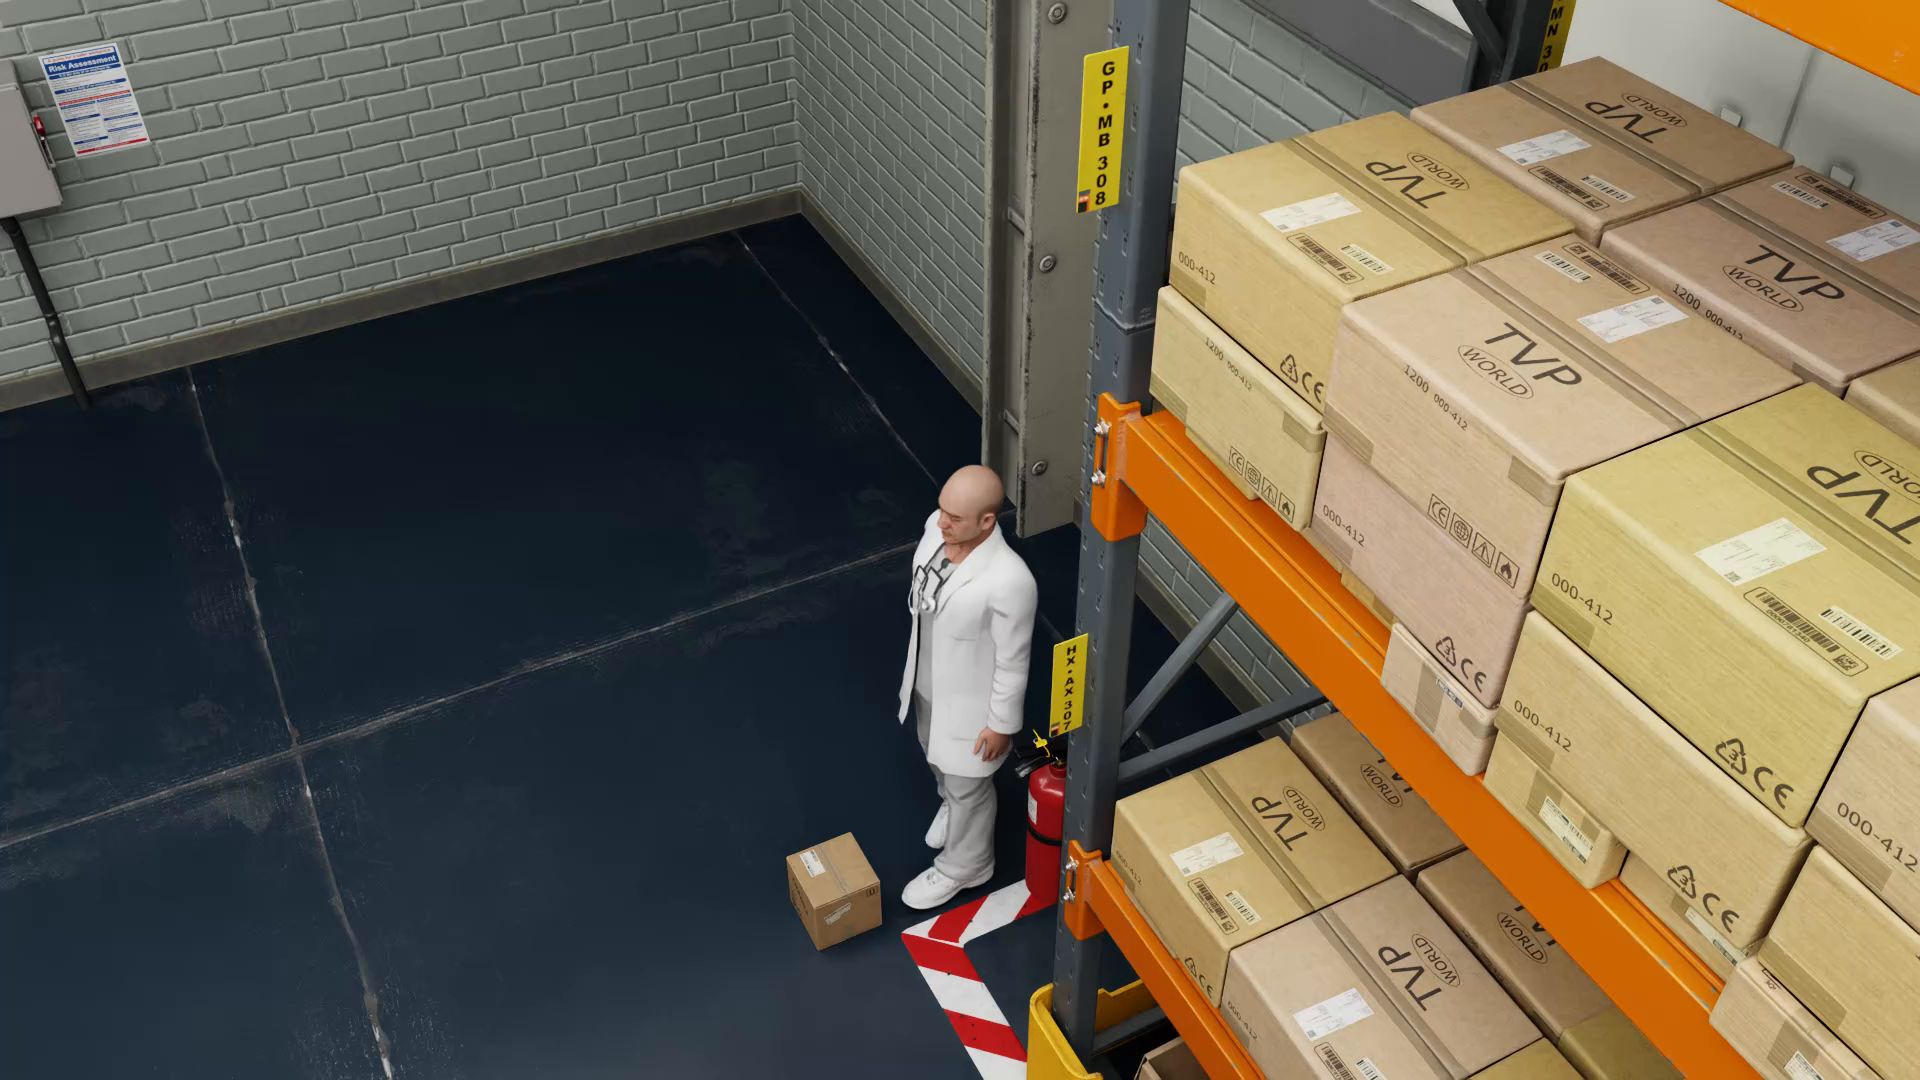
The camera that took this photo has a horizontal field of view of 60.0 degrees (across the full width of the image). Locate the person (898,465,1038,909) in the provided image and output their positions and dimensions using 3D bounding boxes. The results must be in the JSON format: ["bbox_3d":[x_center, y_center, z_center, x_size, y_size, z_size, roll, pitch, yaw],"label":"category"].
[{"bbox_3d":[-0.022,0.507,5.599,0.569,1.810,0.601,-22,45,-24],"label":"person"}]
